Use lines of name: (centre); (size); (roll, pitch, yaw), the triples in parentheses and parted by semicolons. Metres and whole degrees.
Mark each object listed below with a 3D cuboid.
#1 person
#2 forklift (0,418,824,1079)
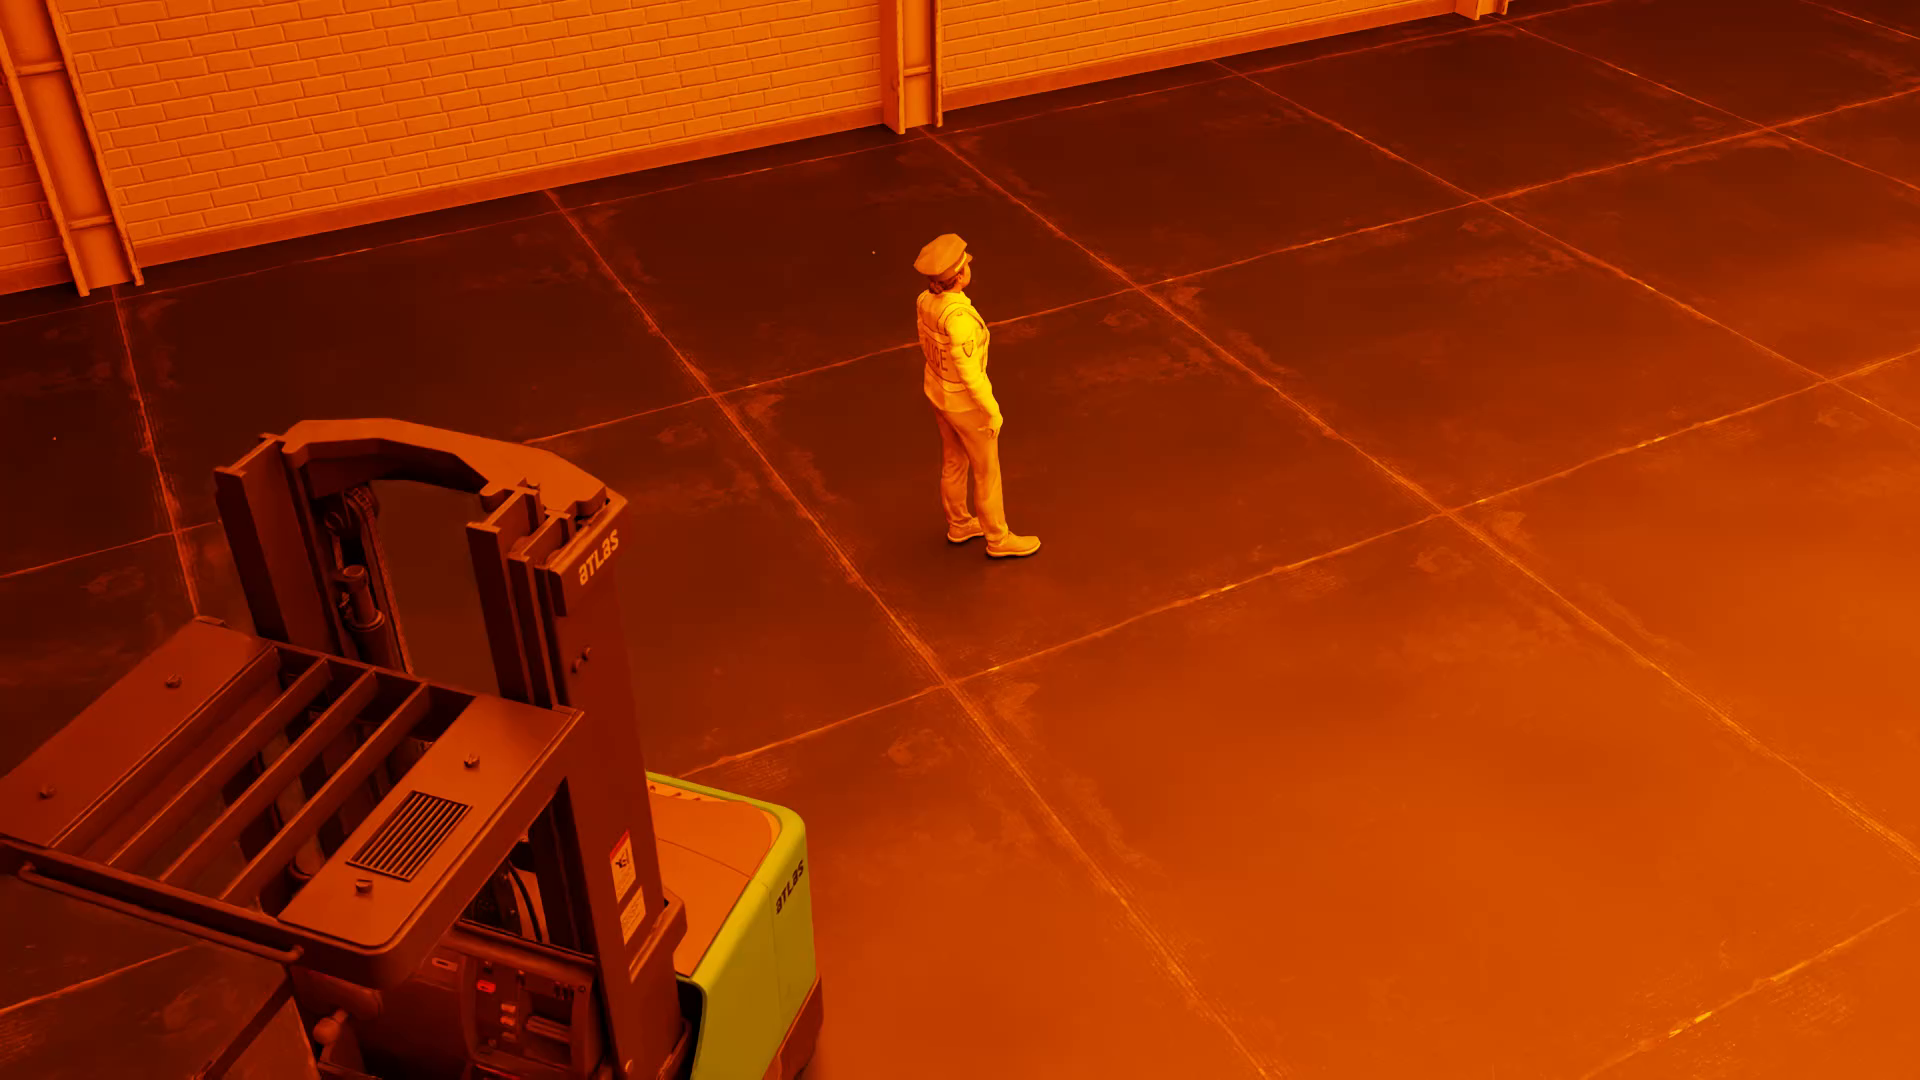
person: (0.062, -0.713, 8.190); (0.534, 1.696, 0.587); (-17, 39, -23)
forklift: (-1.469, 1.291, 4.297); (1.130, 2.935, 3.031); (12, 37, 16)
